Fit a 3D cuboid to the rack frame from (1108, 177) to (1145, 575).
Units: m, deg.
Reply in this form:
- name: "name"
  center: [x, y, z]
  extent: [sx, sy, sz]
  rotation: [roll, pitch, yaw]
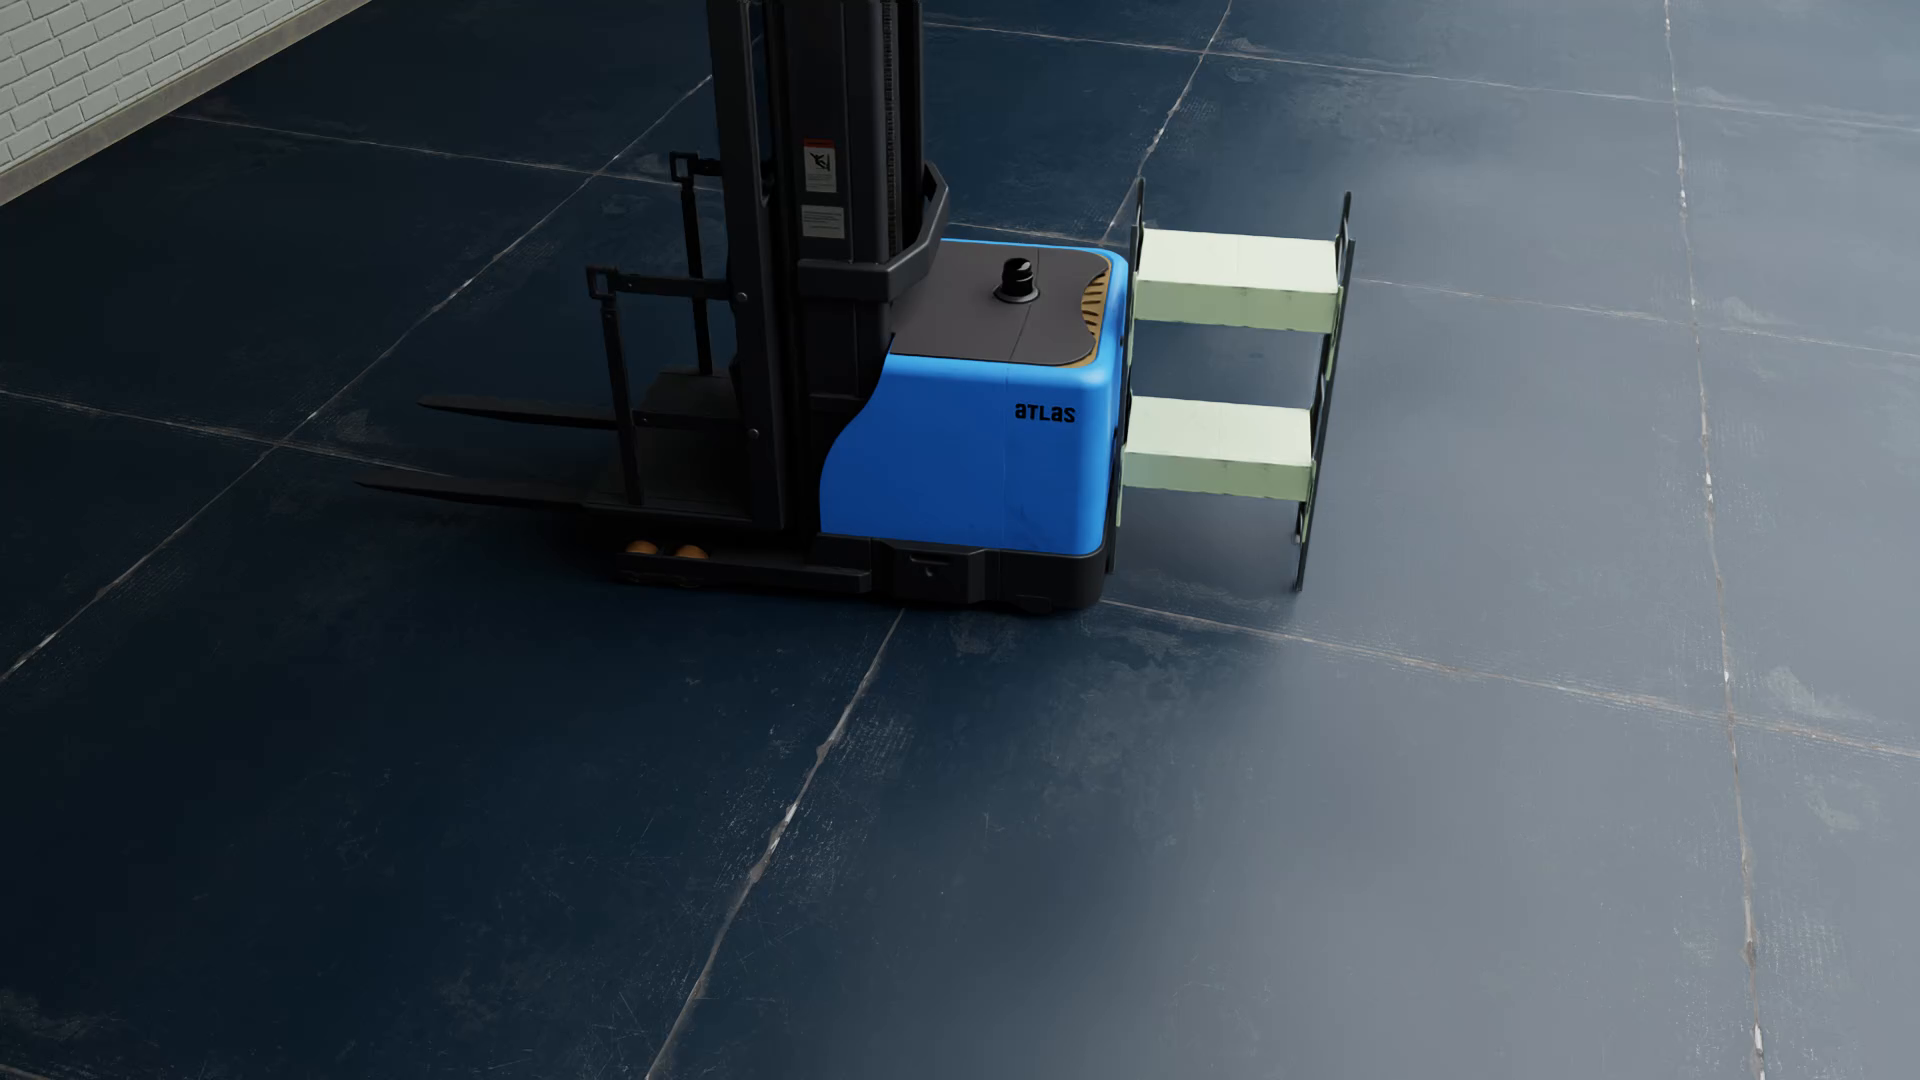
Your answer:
- name: "rack frame"
  center: [0.626, -0.585, 6.280]
  extent: [0.023, 1.500, 0.400]
  rotation: [5, 37, 7]

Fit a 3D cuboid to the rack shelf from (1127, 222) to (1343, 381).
- name: "rack shelf"
  center: [0.988, -0.867, 6.004]
  extent: [0.720, 0.370, 0.431]
  rotation: [5, 37, 7]

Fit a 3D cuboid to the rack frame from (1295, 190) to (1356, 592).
- name: "rack frame"
  center: [1.350, -0.520, 6.191]
  extent: [0.023, 1.500, 0.400]
  rotation: [5, 37, 7]

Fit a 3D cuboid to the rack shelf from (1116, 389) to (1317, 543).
- name: "rack shelf"
  center: [0.988, -0.290, 6.429]
  extent: [0.720, 0.370, 0.431]
  rotation: [5, 37, 7]

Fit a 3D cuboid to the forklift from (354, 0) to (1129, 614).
- name: "forklift"
  center: [-0.894, -1.297, 6.039]
  extent: [3.031, 2.935, 1.130]
  rotation: [5, 37, 7]

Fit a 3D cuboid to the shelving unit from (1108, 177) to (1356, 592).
- name: "shelving unit"
  center: [0.988, -0.553, 6.235]
  extent: [0.755, 1.500, 0.431]
  rotation: [5, 37, 7]
